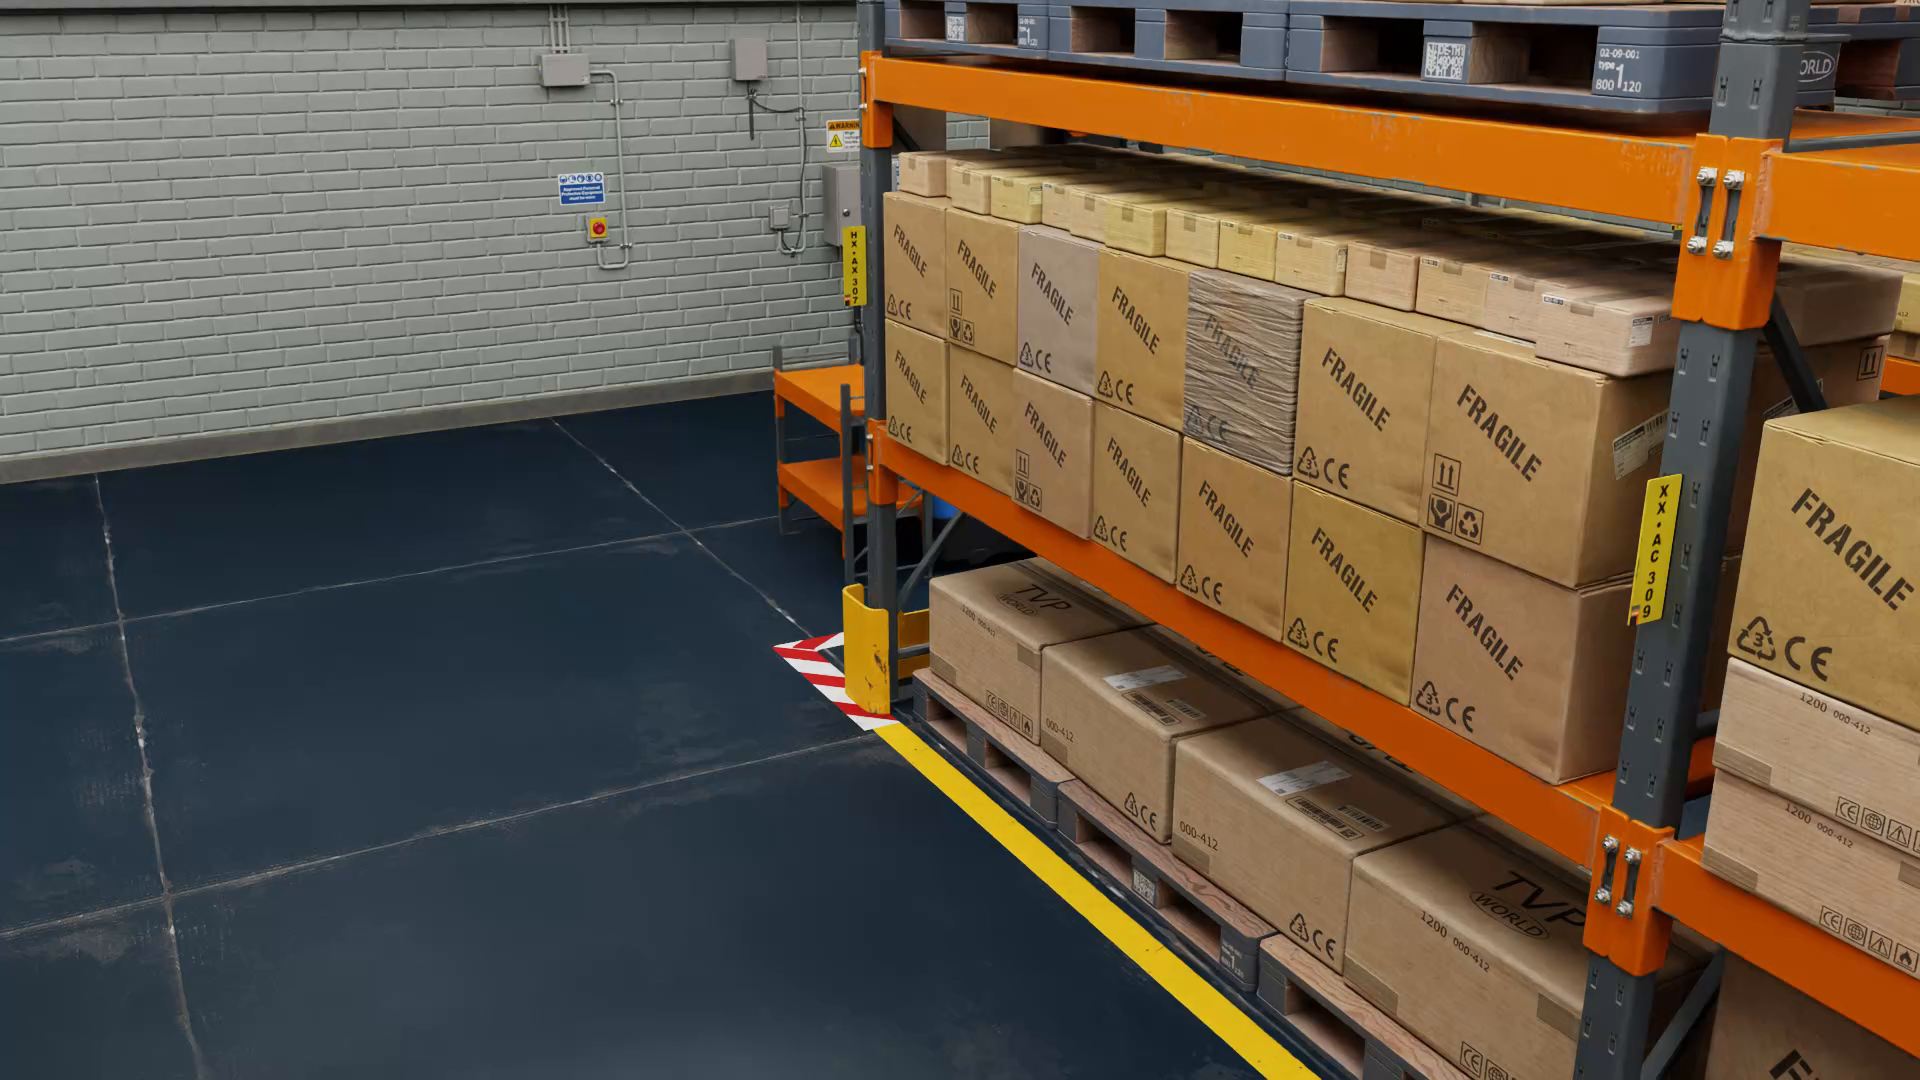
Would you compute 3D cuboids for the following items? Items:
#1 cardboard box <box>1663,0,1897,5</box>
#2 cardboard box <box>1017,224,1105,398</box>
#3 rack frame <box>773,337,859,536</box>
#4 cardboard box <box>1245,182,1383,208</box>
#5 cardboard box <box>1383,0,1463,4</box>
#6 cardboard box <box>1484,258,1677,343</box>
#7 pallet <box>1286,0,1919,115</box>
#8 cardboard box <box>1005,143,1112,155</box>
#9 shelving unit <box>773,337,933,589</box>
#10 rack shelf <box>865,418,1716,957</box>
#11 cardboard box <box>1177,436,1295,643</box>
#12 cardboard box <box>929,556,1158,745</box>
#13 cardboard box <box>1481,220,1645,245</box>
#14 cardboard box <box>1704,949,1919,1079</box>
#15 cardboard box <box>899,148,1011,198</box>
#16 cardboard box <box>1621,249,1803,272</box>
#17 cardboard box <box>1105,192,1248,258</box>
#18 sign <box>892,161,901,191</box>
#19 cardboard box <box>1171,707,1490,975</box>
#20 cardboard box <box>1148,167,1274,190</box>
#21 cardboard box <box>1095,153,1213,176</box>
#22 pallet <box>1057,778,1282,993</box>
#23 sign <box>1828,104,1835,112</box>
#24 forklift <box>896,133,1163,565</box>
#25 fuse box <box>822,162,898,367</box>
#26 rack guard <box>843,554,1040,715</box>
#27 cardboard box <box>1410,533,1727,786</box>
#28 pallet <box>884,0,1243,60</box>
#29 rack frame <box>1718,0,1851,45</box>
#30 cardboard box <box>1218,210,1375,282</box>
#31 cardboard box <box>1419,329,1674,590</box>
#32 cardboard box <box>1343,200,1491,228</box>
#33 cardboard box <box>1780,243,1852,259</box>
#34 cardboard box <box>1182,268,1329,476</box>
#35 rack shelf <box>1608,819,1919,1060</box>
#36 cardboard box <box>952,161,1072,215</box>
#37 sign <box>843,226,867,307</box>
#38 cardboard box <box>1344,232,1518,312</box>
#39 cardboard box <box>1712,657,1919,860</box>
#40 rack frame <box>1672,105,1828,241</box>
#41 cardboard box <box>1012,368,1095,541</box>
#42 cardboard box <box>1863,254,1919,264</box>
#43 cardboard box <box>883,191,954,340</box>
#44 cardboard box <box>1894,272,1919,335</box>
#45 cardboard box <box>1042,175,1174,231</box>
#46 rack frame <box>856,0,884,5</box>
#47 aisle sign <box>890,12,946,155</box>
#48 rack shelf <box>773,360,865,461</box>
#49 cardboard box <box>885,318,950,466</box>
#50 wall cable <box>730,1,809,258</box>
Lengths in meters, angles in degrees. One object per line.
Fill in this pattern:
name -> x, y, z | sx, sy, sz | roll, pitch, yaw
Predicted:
cardboard box -> 1.863, -1.529, 3.916 | 0.500, 0.500, 0.500 | -10, 21, -26
cardboard box -> 0.538, -0.809, 5.693 | 0.500, 0.500, 0.500 | -10, 21, -27
rack frame -> -0.822, -0.595, 9.630 | 0.500, 1.125, 0.032 | -9, 21, -24
cardboard box -> 1.167, -1.084, 5.493 | 0.380, 0.149, 0.250 | -9, 21, -25
cardboard box -> 1.247, -1.372, 3.997 | 0.380, 0.149, 0.250 | -9, 21, -25
cardboard box -> 1.501, -0.575, 4.019 | 0.380, 0.149, 0.250 | -9, 21, -25
pallet -> 1.578, -1.230, 4.133 | 1.003, 0.211, 1.213 | -10, 21, -27
cardboard box -> 0.405, -1.520, 6.757 | 0.380, 0.149, 0.250 | -10, 21, -26
shelving unit -> -0.601, -0.445, 9.198 | 0.538, 1.125, 1.048 | -9, 21, -24
rack shelf -> 1.008, 0.149, 5.704 | 1.077, 0.370, 4.000 | -10, 21, -27
cardboard box -> 1.011, -0.047, 5.015 | 0.500, 0.500, 0.500 | -10, 22, -27
cardboard box -> 0.459, 0.421, 7.096 | 0.875, 0.438, 0.875 | -11, 22, -28
cardboard box -> 1.678, -0.793, 4.651 | 0.380, 0.149, 0.250 | -10, 21, -27
cardboard box -> 2.322, 1.354, 3.721 | 0.875, 0.875, 0.875 | -9, 21, -25
cardboard box -> -0.017, -1.447, 6.546 | 0.380, 0.149, 0.250 | -9, 21, -26
cardboard box -> 1.900, -0.645, 4.223 | 0.380, 0.149, 0.250 | -10, 21, -26
cardboard box -> 0.682, -0.995, 5.237 | 0.380, 0.149, 0.250 | -11, 22, -28
sign -> -0.386, -2.755, 13.162 | 0.329, 0.494, 0.001 | -10, 21, -27
cardboard box -> 1.328, 0.942, 5.587 | 0.875, 0.438, 0.875 | -11, 22, -28
cardboard box -> 0.888, -1.225, 5.902 | 0.380, 0.149, 0.250 | -10, 22, -27
cardboard box -> 0.743, -1.390, 6.379 | 0.380, 0.149, 0.250 | -10, 22, -27
pallet -> 1.082, 1.120, 6.062 | 1.003, 0.211, 1.213 | -10, 21, -27
sign -> 4.923, -2.312, 9.474 | 0.100, 0.325, 0.005 | -10, 21, -27
forklift -> 1.038, -1.552, 9.635 | 3.031, 2.935, 1.130 | -8, 21, -23
fuse box -> -0.722, -2.055, 12.963 | 0.539, 1.711, 0.414 | -10, 21, -27
rack guard -> 0.047, 0.409, 7.678 | 1.175, 0.500, 0.348 | -10, 21, -27
cardboard box -> 1.512, 0.242, 4.178 | 0.500, 0.500, 0.500 | -10, 21, -26
pallet -> 0.420, -1.930, 6.163 | 1.003, 0.211, 1.213 | -10, 21, -27
rack frame -> 1.958, -2.453, 2.944 | 1.000, 3.000, 0.127 | -10, 21, -27
cardboard box -> 0.980, -0.859, 4.843 | 0.380, 0.149, 0.250 | -10, 22, -28
cardboard box -> 1.490, -0.230, 4.012 | 0.500, 0.500, 0.500 | -10, 21, -27
cardboard box -> 1.385, -0.933, 5.057 | 0.380, 0.149, 0.250 | -10, 21, -27
cardboard box -> 4.403, -1.433, 8.959 | 0.500, 0.250, 0.500 | -10, 21, -26
cardboard box -> 1.007, -0.521, 4.857 | 0.500, 0.500, 0.500 | -10, 21, -26
rack shelf -> 2.907, 1.297, 2.376 | 1.077, 0.370, 4.000 | -10, 21, -27
cardboard box -> 0.193, -1.290, 6.092 | 0.380, 0.149, 0.250 | -9, 21, -25
sign -> -0.433, -1.128, 6.852 | 0.100, 0.325, 0.005 | -10, 21, -27
cardboard box -> 1.256, -0.718, 4.434 | 0.380, 0.149, 0.250 | -10, 21, -27
cardboard box -> 1.918, 0.388, 3.373 | 0.500, 0.250, 0.500 | -11, 22, -28
rack frame -> 4.425, -1.535, 9.482 | 1.000, 3.000, 0.127 | -10, 21, -27
cardboard box -> 0.524, -0.341, 5.867 | 0.500, 0.500, 0.500 | -10, 21, -27
cardboard box -> 5.120, -1.366, 8.765 | 0.500, 0.250, 0.500 | -10, 21, -26
cardboard box -> 0.035, -1.103, 6.544 | 0.500, 0.500, 0.500 | -11, 22, -28
cardboard box -> 4.886, -1.143, 8.120 | 0.500, 0.250, 0.500 | -10, 22, -28
cardboard box -> 0.505, -1.150, 5.686 | 0.380, 0.149, 0.250 | -10, 21, -26
rack frame -> 0.058, -3.601, 6.272 | 1.000, 3.000, 0.127 | -10, 21, -27
aisle sign -> -0.231, -1.970, 6.756 | 0.394, 0.787, 0.004 | -10, 21, -27
rack shelf -> -0.601, -0.722, 9.102 | 0.538, 0.278, 1.000 | -9, 21, -24
cardboard box -> 0.033, -0.630, 6.706 | 0.500, 0.500, 0.500 | -10, 21, -27
wall cable -> -1.397, -3.084, 12.412 | 0.588, 1.984, 0.122 | -10, 21, -27
